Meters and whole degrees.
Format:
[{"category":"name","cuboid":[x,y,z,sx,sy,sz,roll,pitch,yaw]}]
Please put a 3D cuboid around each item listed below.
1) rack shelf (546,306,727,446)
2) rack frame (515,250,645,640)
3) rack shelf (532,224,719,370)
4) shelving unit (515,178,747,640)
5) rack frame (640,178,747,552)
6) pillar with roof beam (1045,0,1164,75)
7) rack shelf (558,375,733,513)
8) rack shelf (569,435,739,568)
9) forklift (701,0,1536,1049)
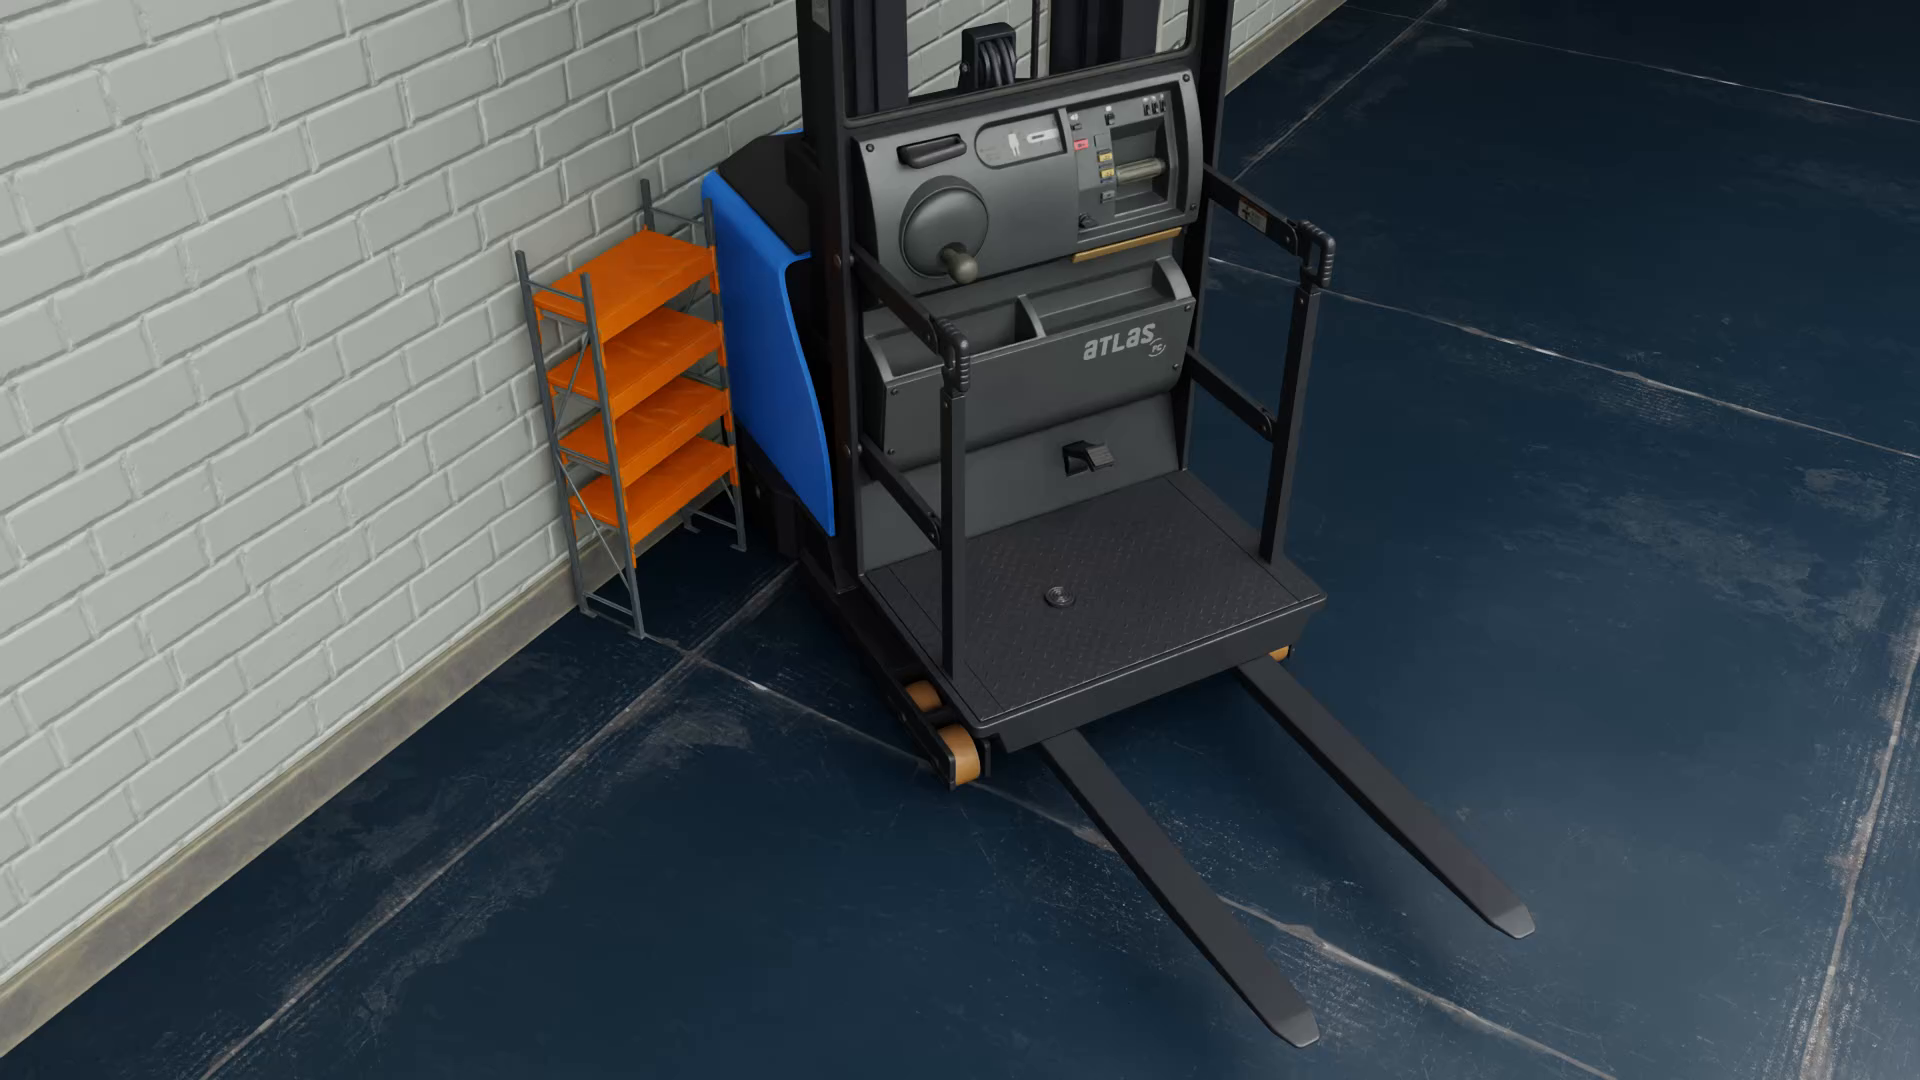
[{"category":"rack shelf","cuboid":[-0.901,-0.475,4.627,0.258,0.148,0.480,21,42,25]},{"category":"rack frame","cuboid":[-1.030,-0.224,4.558,0.240,1.200,0.015,21,42,25]},{"category":"rack shelf","cuboid":[-0.901,-0.662,4.483,0.258,0.148,0.480,21,42,25]},{"category":"shelving unit","cuboid":[-0.901,-0.351,4.723,0.258,1.200,0.503,21,42,25]},{"category":"rack frame","cuboid":[-0.773,-0.478,4.887,0.240,1.200,0.015,21,42,25]},{"category":"pillar with roof beam","cuboid":[4.195,-3.473,2.384,9.100,9.000,0.400,21,42,25]},{"category":"rack shelf","cuboid":[-0.901,-0.298,4.764,0.258,0.148,0.480,21,42,25]},{"category":"rack shelf","cuboid":[-0.901,-0.141,4.885,0.258,0.148,0.480,21,42,25]},{"category":"forklift","cuboid":[0.293,-0.826,3.920,1.130,2.935,3.031,-18,41,-22]}]
